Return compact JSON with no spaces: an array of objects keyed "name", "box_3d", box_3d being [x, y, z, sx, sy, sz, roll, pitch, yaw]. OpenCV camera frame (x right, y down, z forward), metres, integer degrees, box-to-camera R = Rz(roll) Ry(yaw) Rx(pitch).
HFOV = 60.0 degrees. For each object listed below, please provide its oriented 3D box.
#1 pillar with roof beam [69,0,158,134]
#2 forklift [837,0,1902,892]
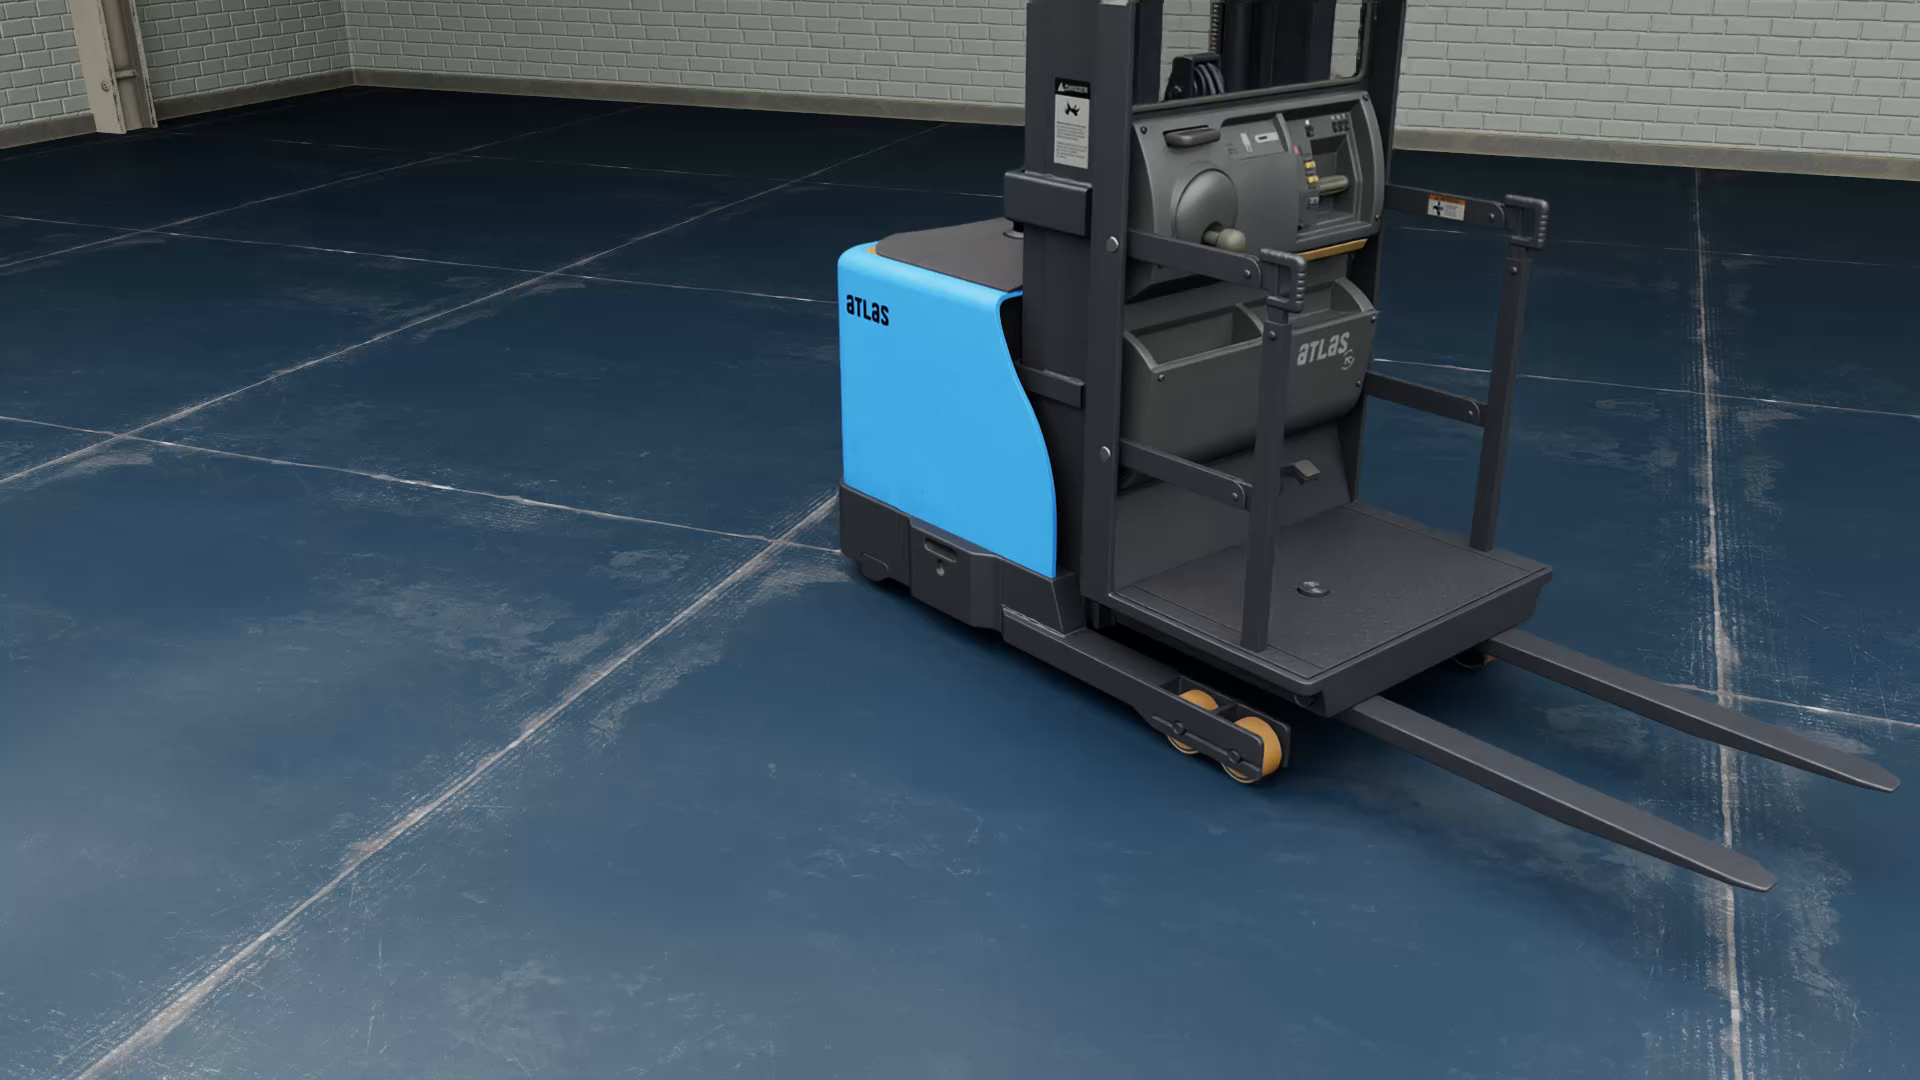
[{"name":"pillar with roof beam","box_3d":[-3.054,-7.011,10.861,9.100,9.000,0.400,9,24,20]},{"name":"forklift","box_3d":[0.941,-0.950,4.221,1.130,2.935,3.031,-18,29,-37]}]
